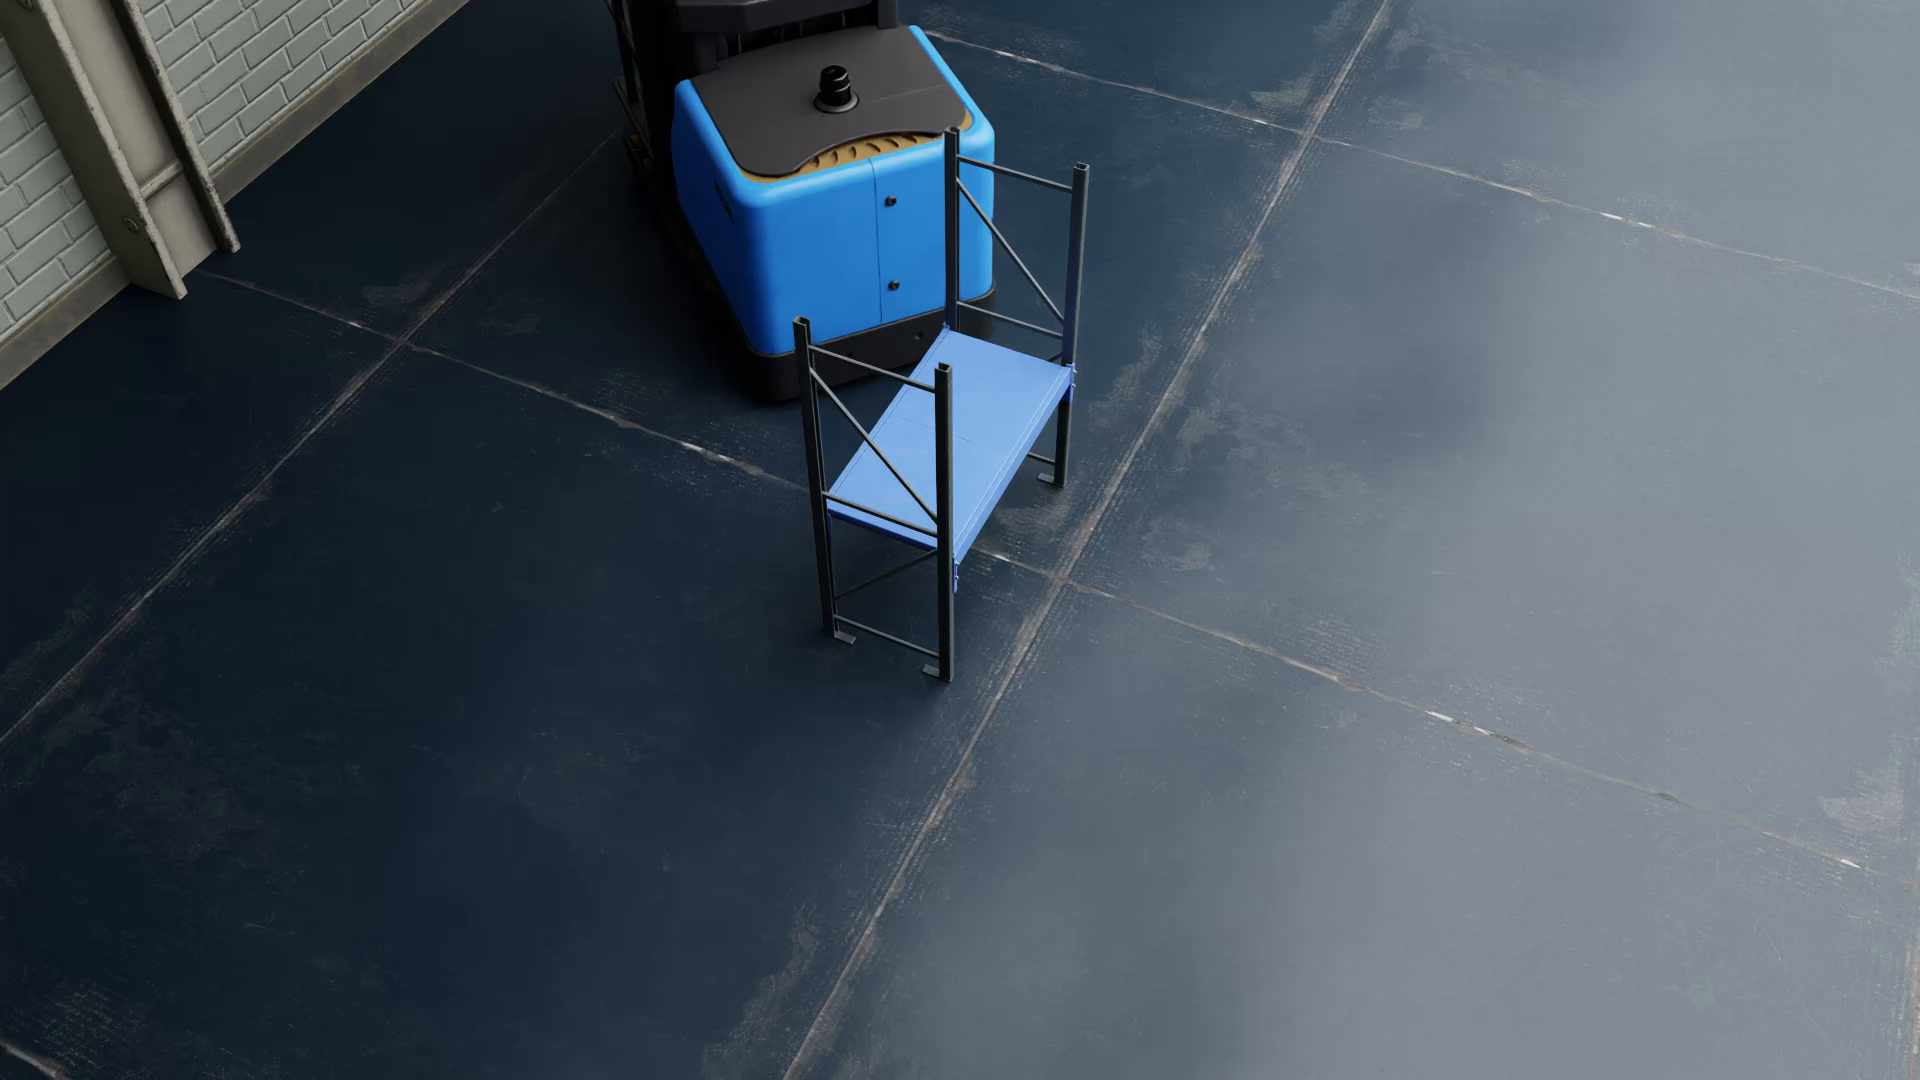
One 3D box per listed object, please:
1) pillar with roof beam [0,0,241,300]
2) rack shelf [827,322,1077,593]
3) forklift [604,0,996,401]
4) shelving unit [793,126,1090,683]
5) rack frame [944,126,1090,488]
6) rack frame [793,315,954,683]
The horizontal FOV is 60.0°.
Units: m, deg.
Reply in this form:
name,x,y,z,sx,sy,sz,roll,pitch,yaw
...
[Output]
name,x,y,z,sx,sy,sz,roll,pitch,yaw
pillar with roof beam,0.492,-2.730,2.664,9.100,9.000,0.400,20,52,16
rack shelf,-0.036,-0.311,5.766,0.538,0.185,1.000,20,52,16
forklift,-0.902,-2.648,6.579,1.130,2.935,3.031,-18,52,-15
shelving unit,-0.036,-0.427,5.629,0.538,1.500,1.048,20,52,16
rack frame,0.181,-0.777,5.927,0.500,1.500,0.032,20,52,16
rack frame,-0.254,-0.077,5.331,0.500,1.500,0.032,20,52,16
